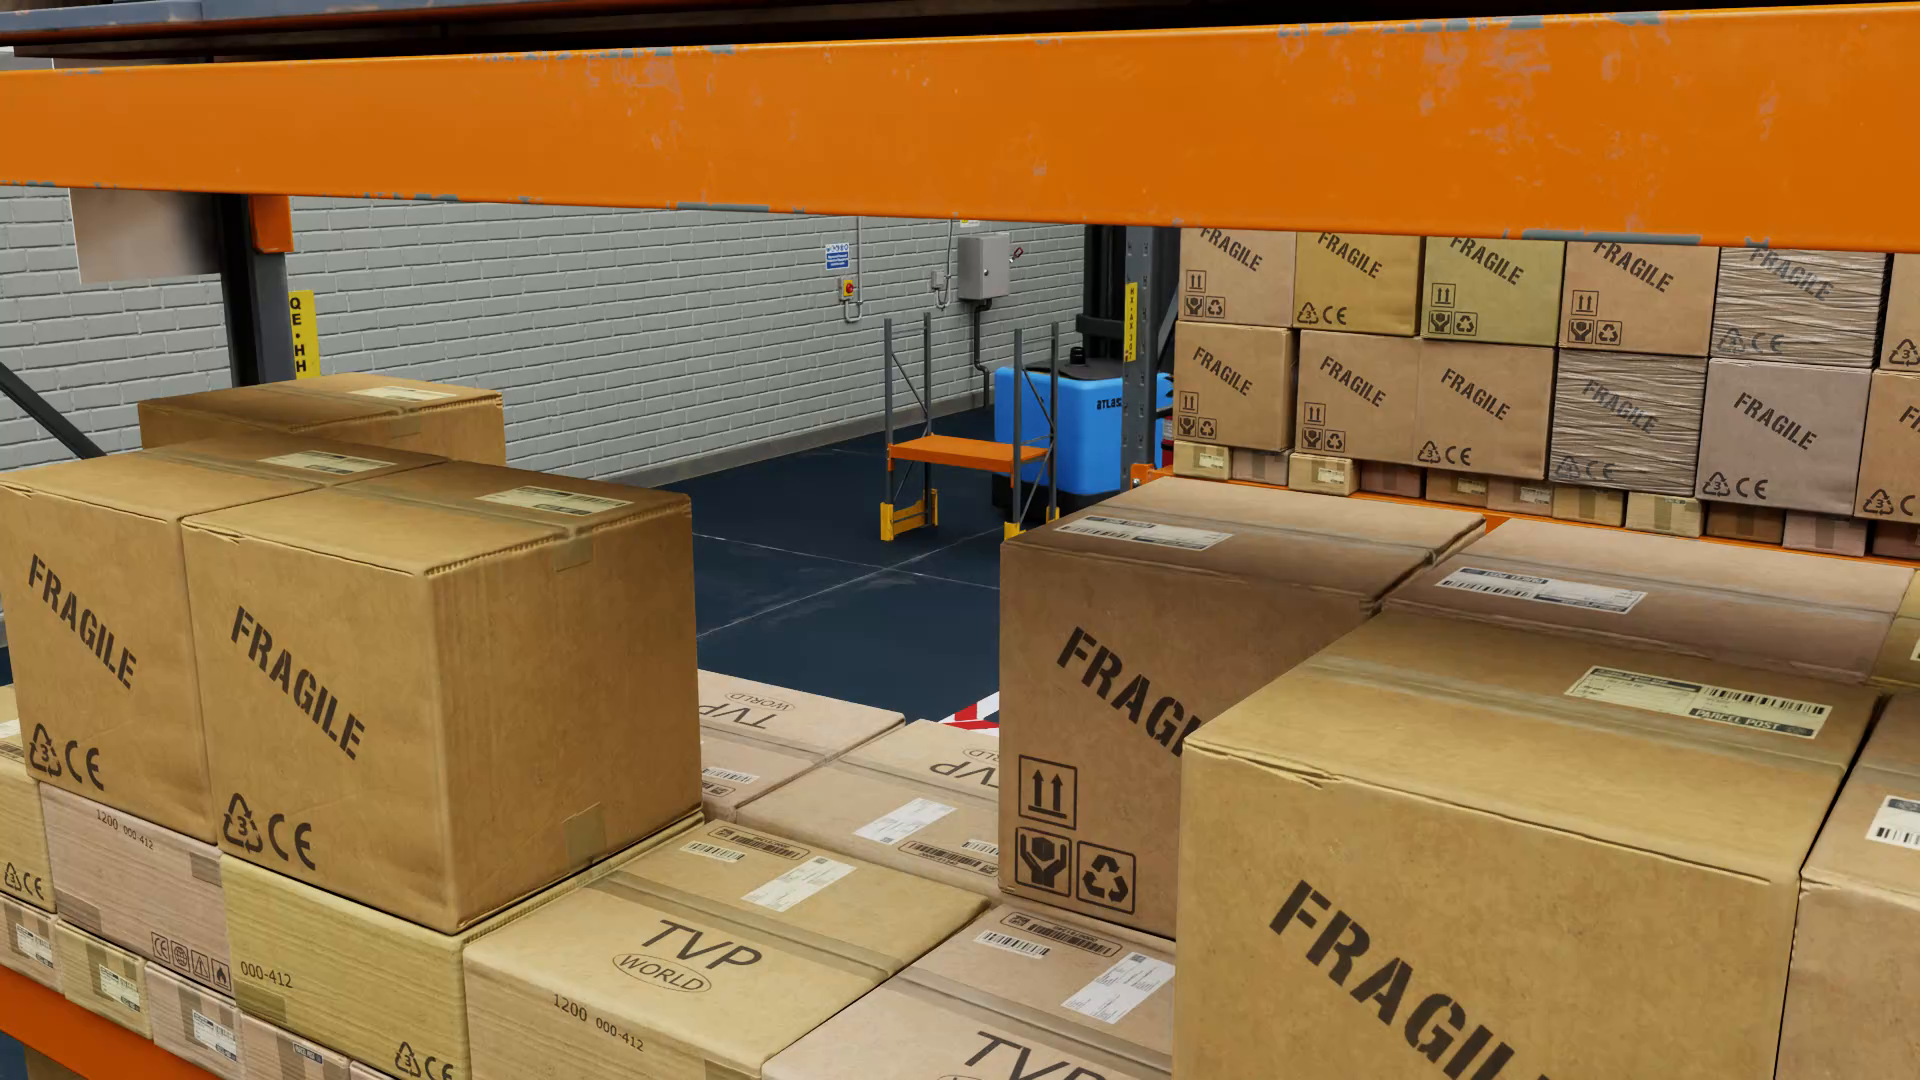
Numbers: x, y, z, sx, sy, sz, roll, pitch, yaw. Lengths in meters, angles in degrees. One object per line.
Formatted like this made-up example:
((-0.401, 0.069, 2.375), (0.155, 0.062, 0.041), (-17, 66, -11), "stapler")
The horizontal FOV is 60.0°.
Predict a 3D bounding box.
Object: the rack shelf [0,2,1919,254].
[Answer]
((-0.173, -0.463, 2.207), (4.000, 0.370, 1.077), (9, 17, 33), "rack shelf")

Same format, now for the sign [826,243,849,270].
((-1.071, -2.482, 14.545), (0.001, 0.218, 0.327), (9, 17, 33), "sign")

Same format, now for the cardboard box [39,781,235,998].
((-1.150, 0.490, 2.793), (0.500, 0.250, 0.500), (9, 16, 32), "cardboard box")

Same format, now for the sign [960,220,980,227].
((0.097, -3.169, 16.164), (0.001, 0.242, 0.339), (9, 17, 33), "sign")

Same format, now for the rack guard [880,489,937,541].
((-0.350, -0.178, 11.522), (0.087, 0.250, 0.587), (9, 17, 33), "rack guard")

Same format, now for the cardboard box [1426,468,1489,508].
((2.036, -0.248, 6.606), (0.250, 0.149, 0.380), (9, 17, 32), "cardboard box")

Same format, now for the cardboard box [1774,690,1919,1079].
((0.956, 0.468, 1.324), (0.500, 0.500, 0.500), (10, 17, 34), "cardboard box")

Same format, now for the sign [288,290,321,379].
((-1.518, -0.408, 3.827), (0.005, 0.325, 0.100), (9, 17, 33), "sign")

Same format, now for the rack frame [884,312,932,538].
((-0.351, -0.785, 11.372), (0.032, 1.500, 0.500), (9, 17, 33), "rack frame")

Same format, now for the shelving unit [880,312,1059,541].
((0.063, -0.718, 11.102), (1.083, 1.500, 0.587), (9, 17, 33), "shelving unit")

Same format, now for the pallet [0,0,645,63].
((-1.211, -0.940, 2.822), (1.213, 0.211, 1.003), (9, 17, 33), "pallet")

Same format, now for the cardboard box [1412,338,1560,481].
((2.096, -0.543, 6.447), (0.500, 0.500, 0.500), (9, 17, 34), "cardboard box")

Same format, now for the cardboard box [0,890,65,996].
((-1.508, 0.645, 2.999), (0.250, 0.149, 0.380), (9, 16, 32), "cardboard box")

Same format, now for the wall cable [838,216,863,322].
((-0.994, -2.861, 14.457), (0.123, 1.953, 0.585), (9, 17, 33), "wall cable")

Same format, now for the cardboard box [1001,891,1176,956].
((0.400, 0.589, 2.395), (0.500, 0.250, 0.500), (10, 17, 34), "cardboard box")

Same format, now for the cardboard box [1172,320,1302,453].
((1.238, -0.678, 6.992), (0.500, 0.500, 0.500), (10, 17, 35), "cardboard box")

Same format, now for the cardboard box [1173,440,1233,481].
((1.105, -0.369, 7.096), (0.250, 0.149, 0.380), (9, 17, 32), "cardboard box")

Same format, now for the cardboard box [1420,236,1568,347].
((2.085, -1.025, 6.312), (0.500, 0.500, 0.500), (9, 16, 32), "cardboard box")

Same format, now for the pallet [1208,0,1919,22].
((0.814, -0.613, 1.500), (1.213, 0.211, 1.003), (9, 17, 33), "pallet")

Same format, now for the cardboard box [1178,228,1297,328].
((1.244, -1.165, 6.880), (0.500, 0.500, 0.500), (9, 17, 32), "cardboard box")

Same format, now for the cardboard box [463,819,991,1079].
((-0.299, 0.627, 2.240), (0.500, 0.250, 0.500), (9, 16, 32), "cardboard box")

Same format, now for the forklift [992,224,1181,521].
((1.706, -1.736, 12.236), (3.031, 2.935, 1.130), (-11, 17, -36), "forklift")

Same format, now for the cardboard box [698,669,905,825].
((-0.439, 0.452, 2.948), (0.500, 0.250, 0.500), (9, 16, 31), "cardboard box")

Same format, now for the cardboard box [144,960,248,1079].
((-1.079, 0.714, 2.720), (0.250, 0.149, 0.380), (9, 16, 32), "cardboard box")

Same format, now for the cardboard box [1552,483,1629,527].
((2.428, -0.170, 6.292), (0.250, 0.149, 0.380), (10, 17, 35), "cardboard box")

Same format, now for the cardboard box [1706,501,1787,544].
((2.884, -0.109, 6.043), (0.250, 0.149, 0.380), (9, 16, 32), "cardboard box")

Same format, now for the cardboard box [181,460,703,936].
((-0.737, 0.193, 2.433), (0.500, 0.500, 0.500), (9, 16, 31), "cardboard box")

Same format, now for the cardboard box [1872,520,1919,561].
((3.332, -0.042, 5.774), (0.250, 0.149, 0.380), (9, 16, 31), "cardboard box")

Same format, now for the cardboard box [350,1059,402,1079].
((-0.654, 0.783, 2.442), (0.250, 0.149, 0.380), (9, 16, 32), "cardboard box")

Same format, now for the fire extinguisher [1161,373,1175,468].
((1.068, -0.507, 8.067), (0.183, 0.674, 0.296), (9, 17, 33), "fire extinguisher")

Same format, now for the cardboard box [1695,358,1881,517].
((2.937, -0.402, 5.878), (0.500, 0.500, 0.500), (9, 17, 33), "cardboard box")

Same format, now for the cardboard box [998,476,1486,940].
((0.393, 0.224, 2.307), (0.500, 0.500, 0.500), (9, 16, 31), "cardboard box")

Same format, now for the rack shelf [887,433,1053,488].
((0.071, -0.542, 11.140), (1.000, 0.185, 0.538), (9, 17, 33), "rack shelf")

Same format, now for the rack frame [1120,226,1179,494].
((1.019, -0.600, 7.505), (0.127, 3.000, 1.000), (9, 17, 33), "rack frame")

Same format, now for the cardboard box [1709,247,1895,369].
((2.949, -0.891, 5.772), (0.500, 0.500, 0.500), (10, 17, 34), "cardboard box")

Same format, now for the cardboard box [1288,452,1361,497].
((1.533, -0.297, 6.802), (0.250, 0.149, 0.380), (9, 16, 31), "cardboard box")

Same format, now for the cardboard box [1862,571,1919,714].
((1.232, 0.361, 1.755), (0.500, 0.500, 0.500), (9, 17, 33), "cardboard box")
